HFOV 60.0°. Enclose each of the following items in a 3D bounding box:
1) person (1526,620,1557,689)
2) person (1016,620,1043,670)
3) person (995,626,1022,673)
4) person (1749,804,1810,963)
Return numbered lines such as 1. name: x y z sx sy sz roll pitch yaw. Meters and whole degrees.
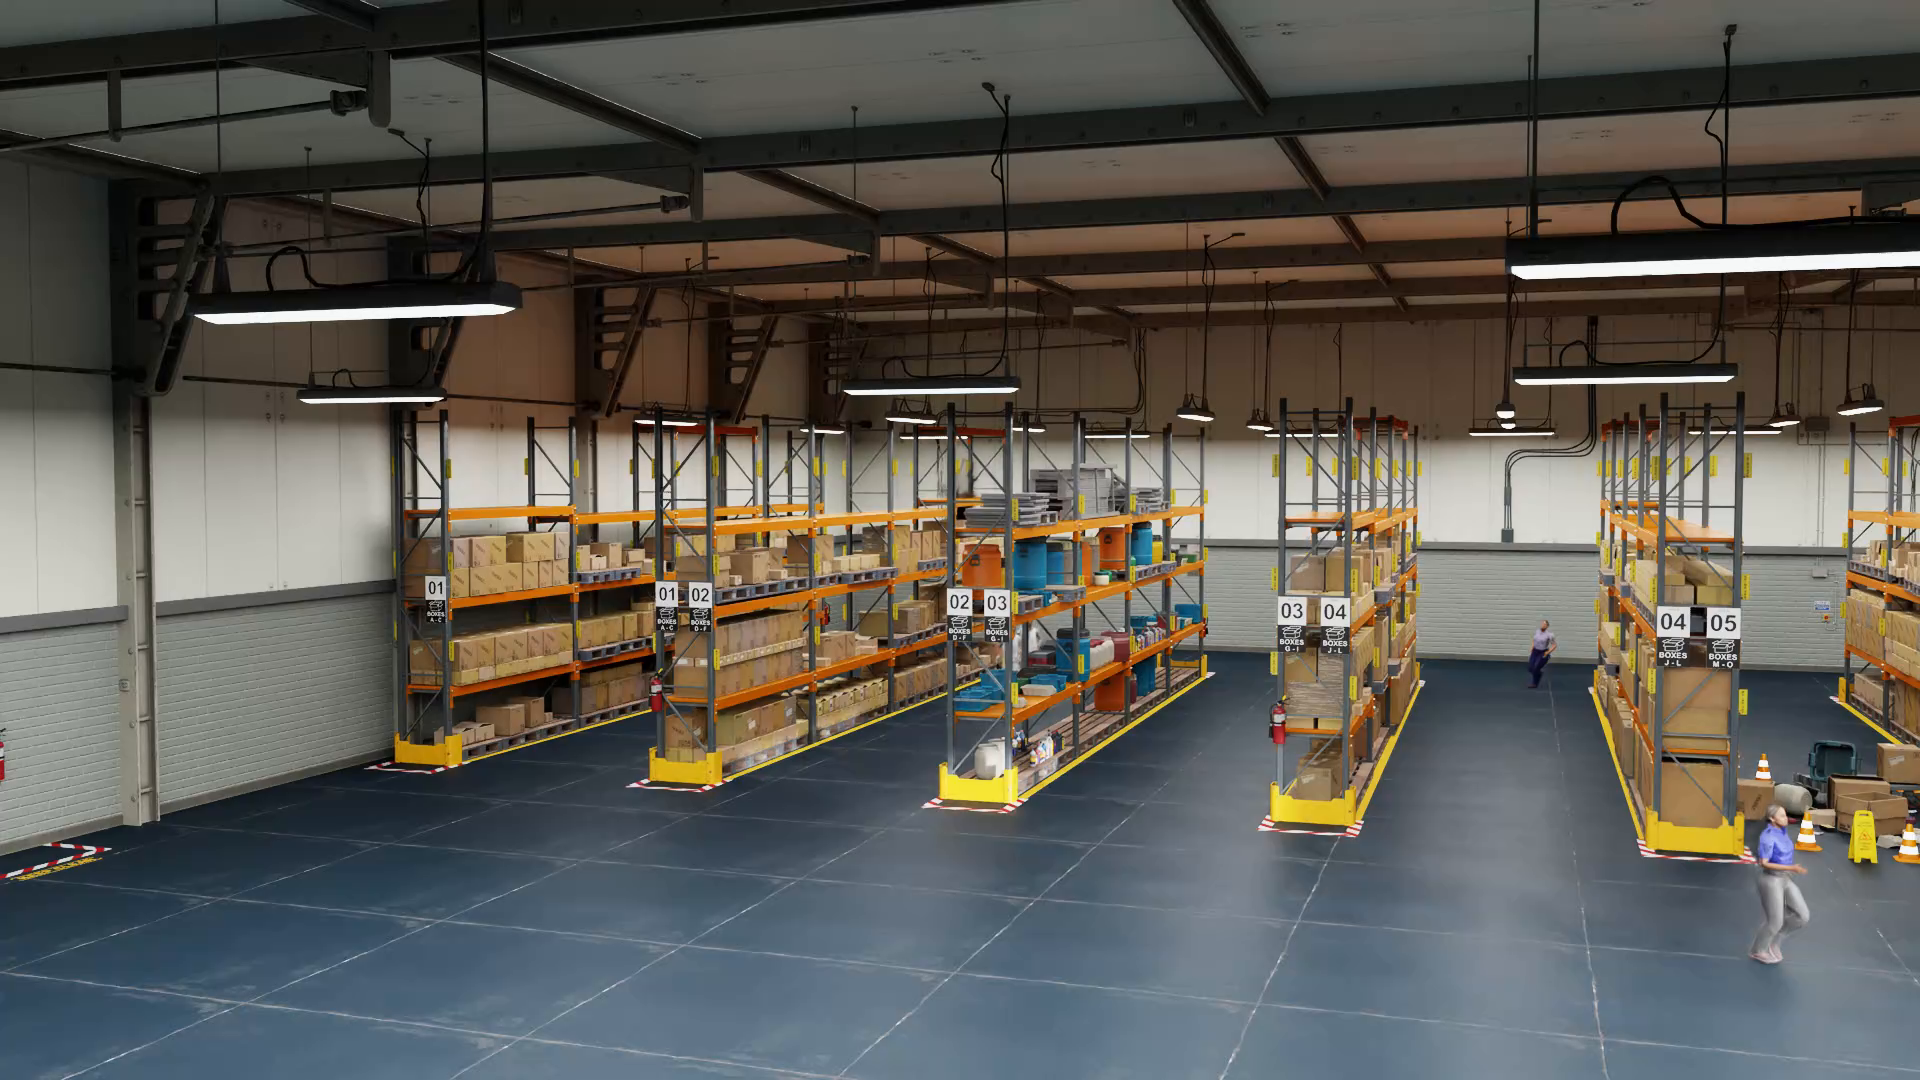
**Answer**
1. person: 13.267 2.597 37.832 0.559 1.580 0.684 -2 3 -39
2. person: 1.532 2.547 37.225 0.661 1.758 0.792 0 2 6
3. person: 1.073 2.613 35.395 0.653 1.742 0.587 0 2 8
4. person: 8.264 3.464 16.706 0.554 1.622 0.611 -2 3 -38
